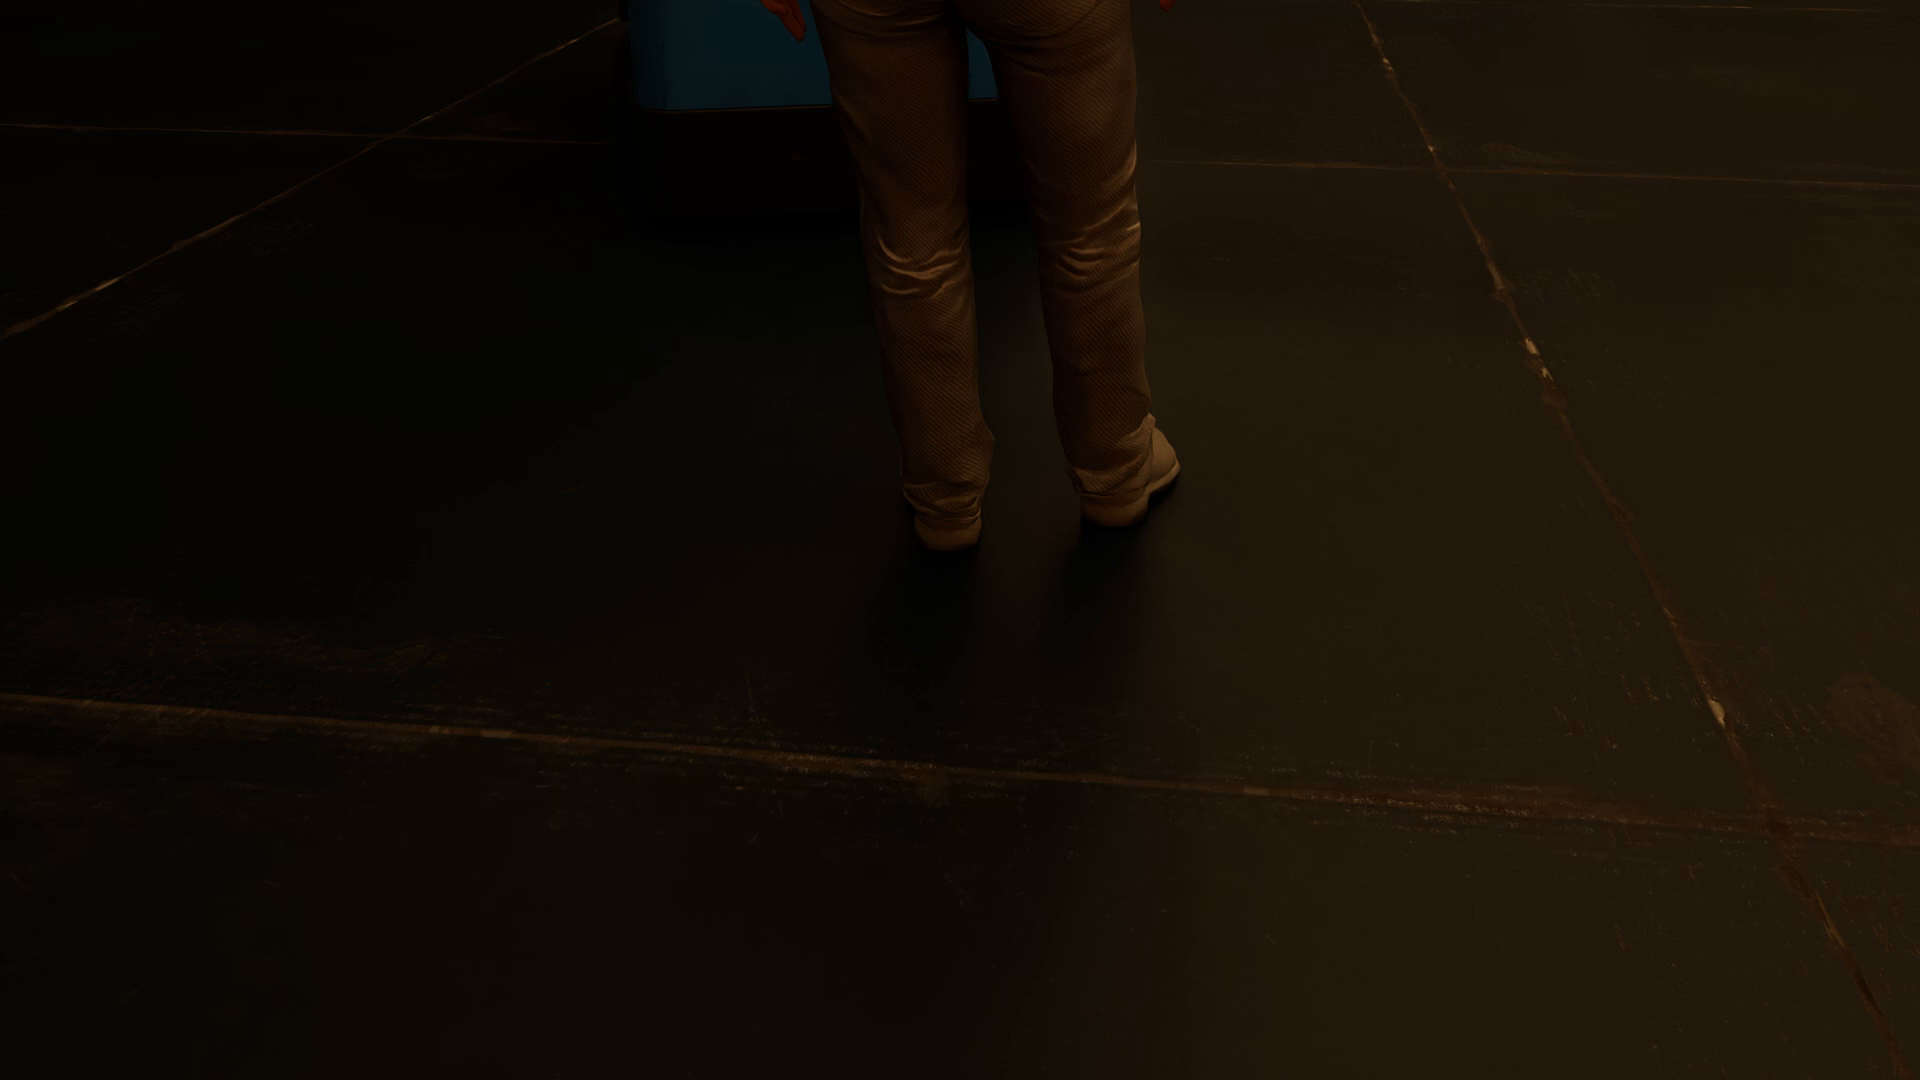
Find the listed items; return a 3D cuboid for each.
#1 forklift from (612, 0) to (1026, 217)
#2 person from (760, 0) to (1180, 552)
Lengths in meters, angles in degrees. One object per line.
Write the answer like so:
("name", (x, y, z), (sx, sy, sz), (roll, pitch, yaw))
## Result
("forklift", (-0.497, -2.689, 4.608), (1.130, 2.935, 3.031), (-5, 27, -9))
("person", (0.016, -0.827, 2.155), (0.632, 1.773, 0.568), (3, 27, 7))
